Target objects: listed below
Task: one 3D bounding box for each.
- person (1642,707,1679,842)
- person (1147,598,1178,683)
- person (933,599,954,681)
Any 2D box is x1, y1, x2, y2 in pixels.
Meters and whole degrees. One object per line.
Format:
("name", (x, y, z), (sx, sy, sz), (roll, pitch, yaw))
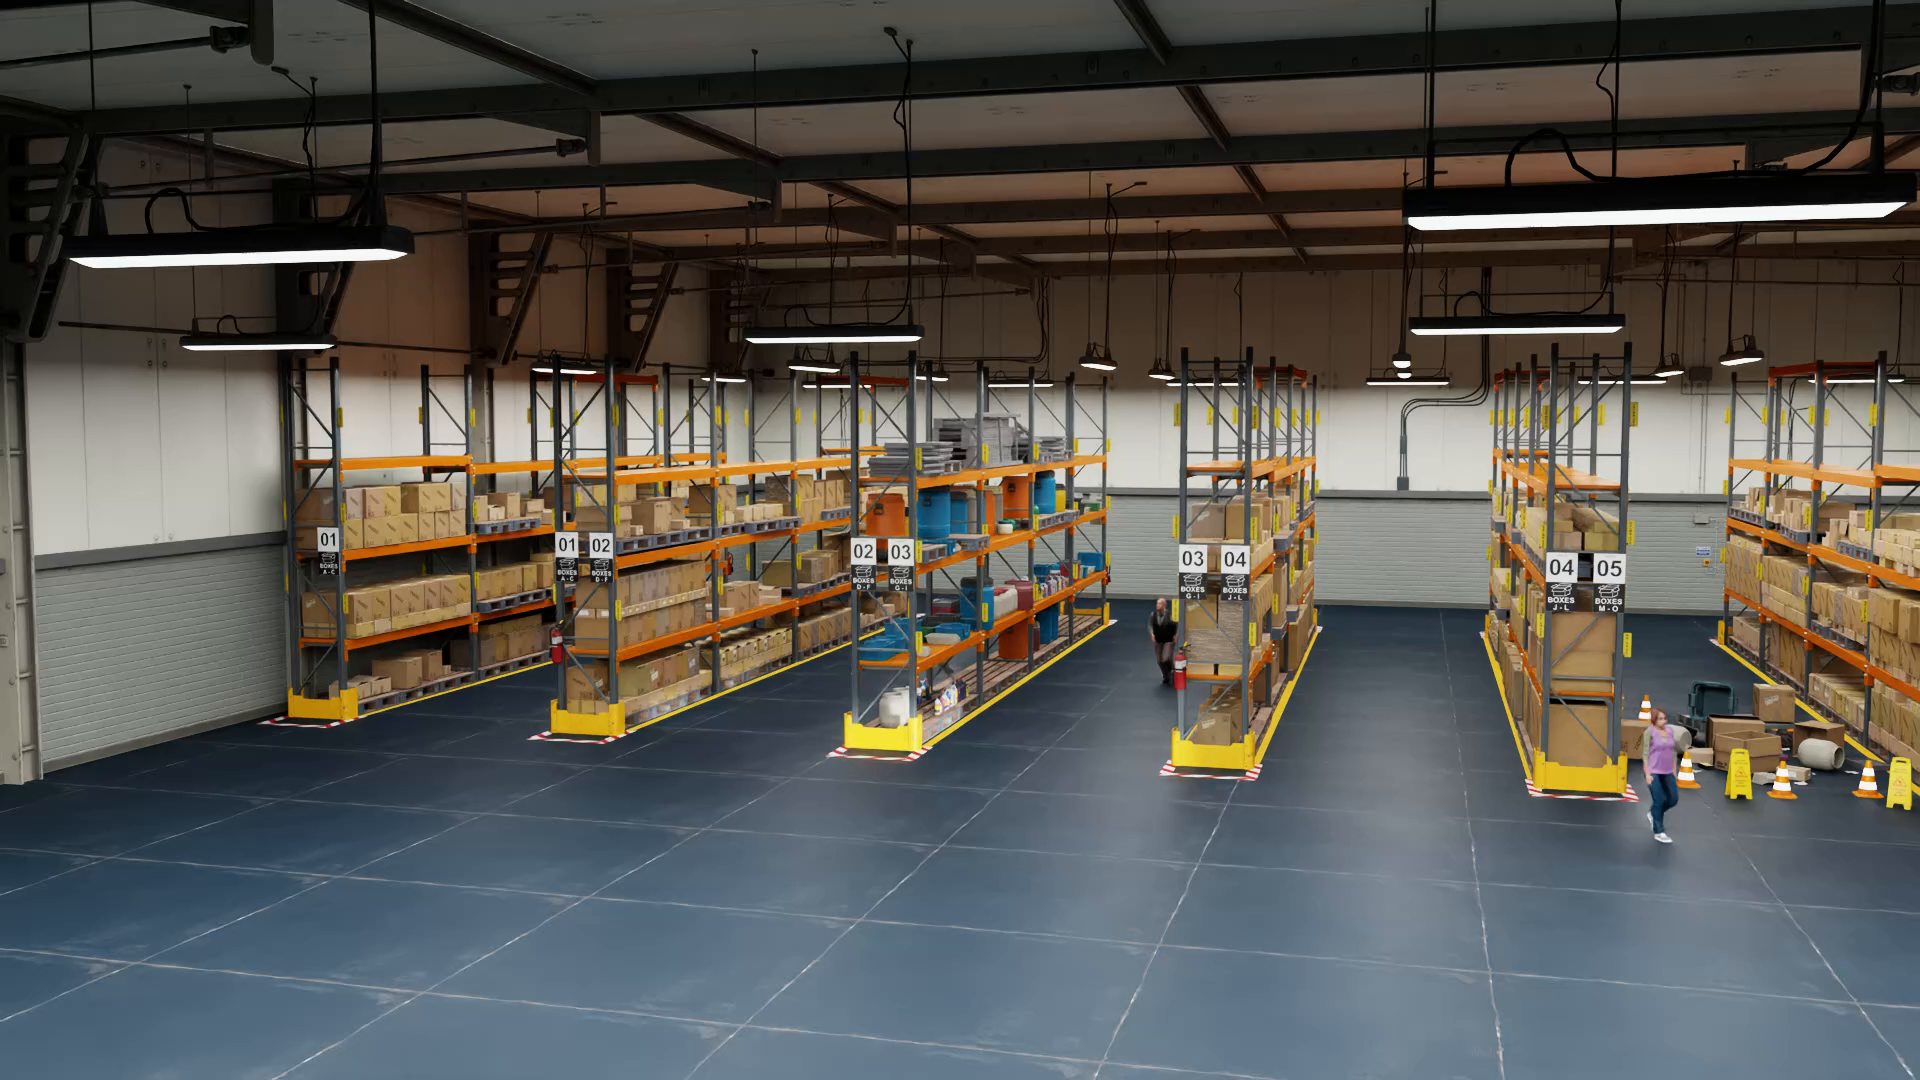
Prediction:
("person", (8.272, 2.754, 19.692), (0.442, 1.586, 0.532), (-1, 4, -10))
("person", (3.869, 1.933, 31.212), (0.706, 1.559, 0.715), (2, 5, 24))
("person", (-0.430, 1.894, 31.167), (1.047, 1.604, 0.485), (-4, 6, -45))
